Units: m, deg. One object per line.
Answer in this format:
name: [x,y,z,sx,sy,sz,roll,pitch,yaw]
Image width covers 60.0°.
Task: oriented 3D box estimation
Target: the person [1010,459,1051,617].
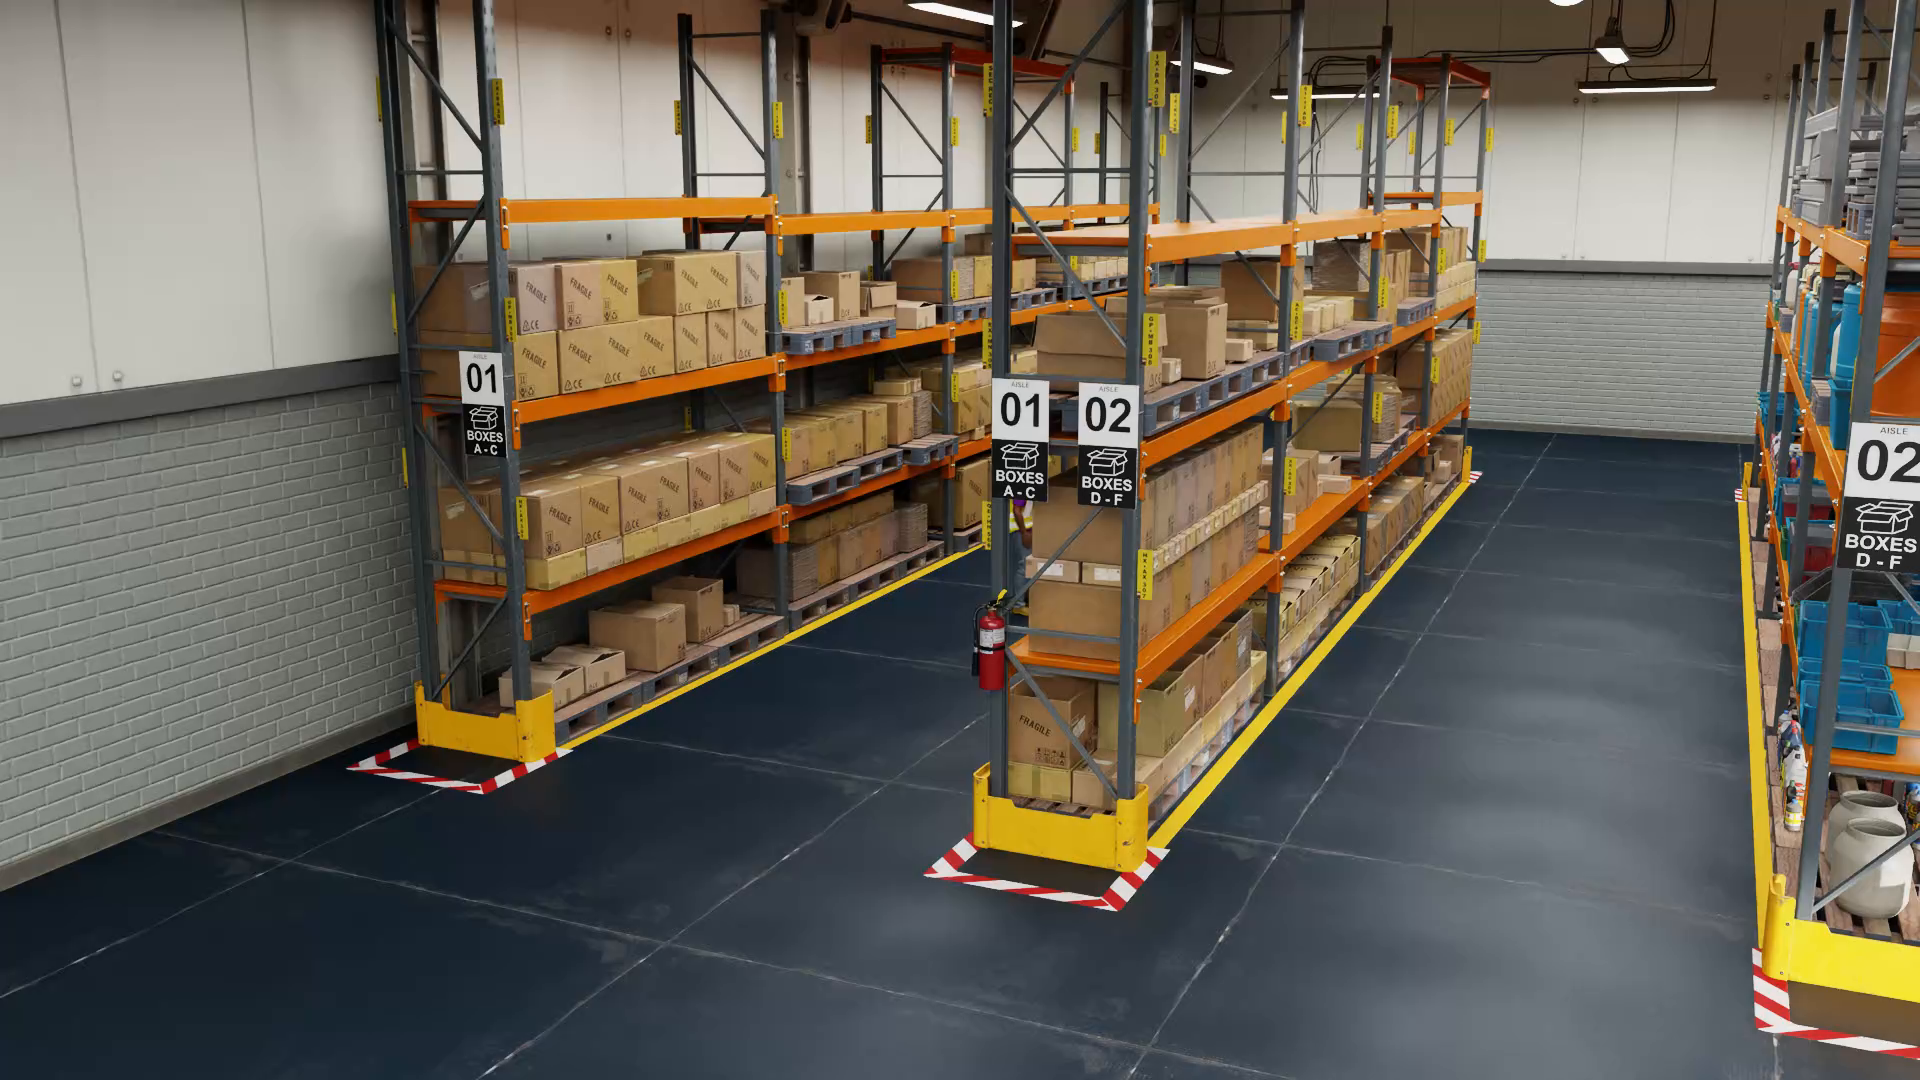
person: [0.727,-0.112,17.437,0.457,1.763,0.601,5,13,22]
